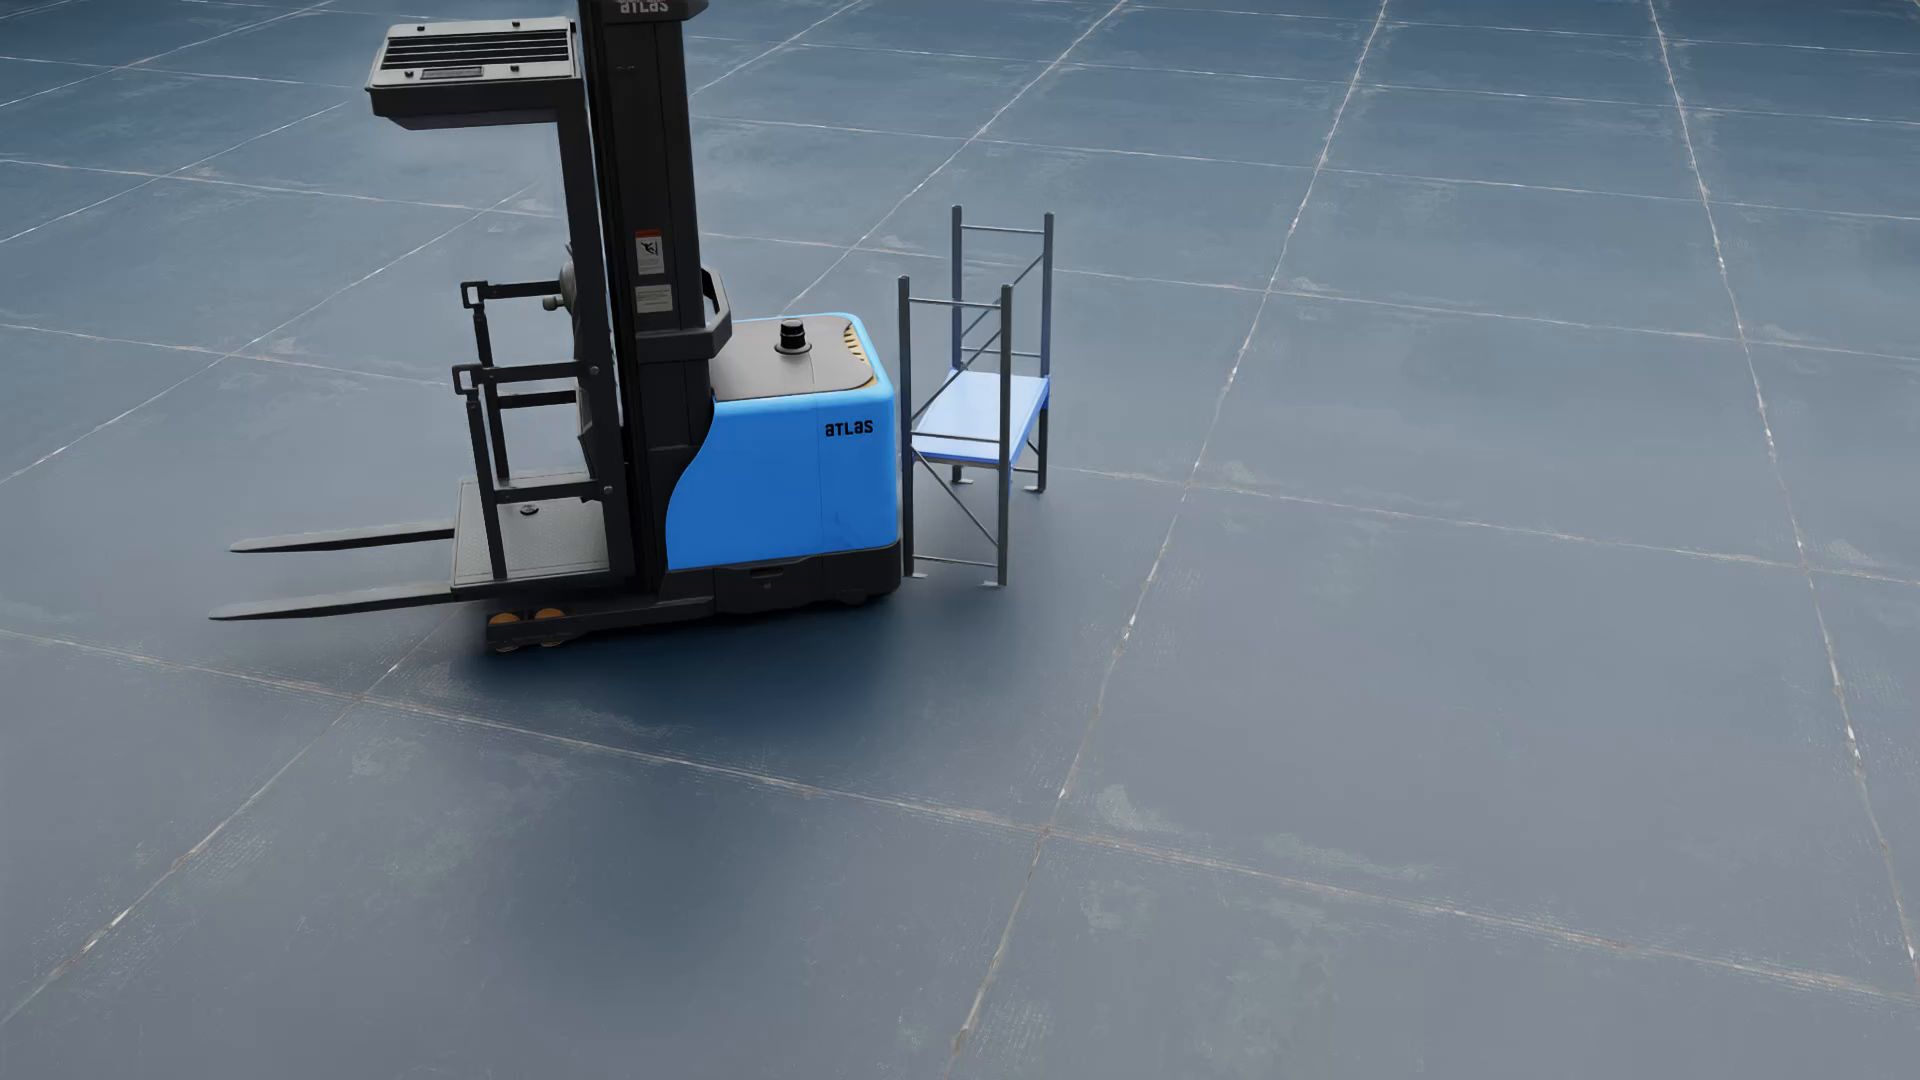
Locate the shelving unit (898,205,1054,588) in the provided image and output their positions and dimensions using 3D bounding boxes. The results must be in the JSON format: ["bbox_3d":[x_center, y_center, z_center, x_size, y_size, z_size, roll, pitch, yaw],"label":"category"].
[{"bbox_3d":[0.092,-0.703,7.970,0.538,1.500,1.048,6,30,11],"label":"shelving unit"}]

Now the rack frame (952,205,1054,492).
[{"bbox_3d":[0.206,-0.944,8.403,0.500,1.500,0.032,6,30,11],"label":"rack frame"}]

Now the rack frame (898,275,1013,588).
[{"bbox_3d":[-0.021,-0.462,7.538,0.500,1.500,0.032,6,30,11],"label":"rack frame"}]

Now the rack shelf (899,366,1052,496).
[{"bbox_3d":[0.092,-0.546,8.058,0.538,0.185,1.000,6,30,11],"label":"rack shelf"}]

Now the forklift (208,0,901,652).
[{"bbox_3d":[-1.846,-1.069,7.156,3.031,2.935,1.130,-6,30,-11],"label":"forklift"}]
